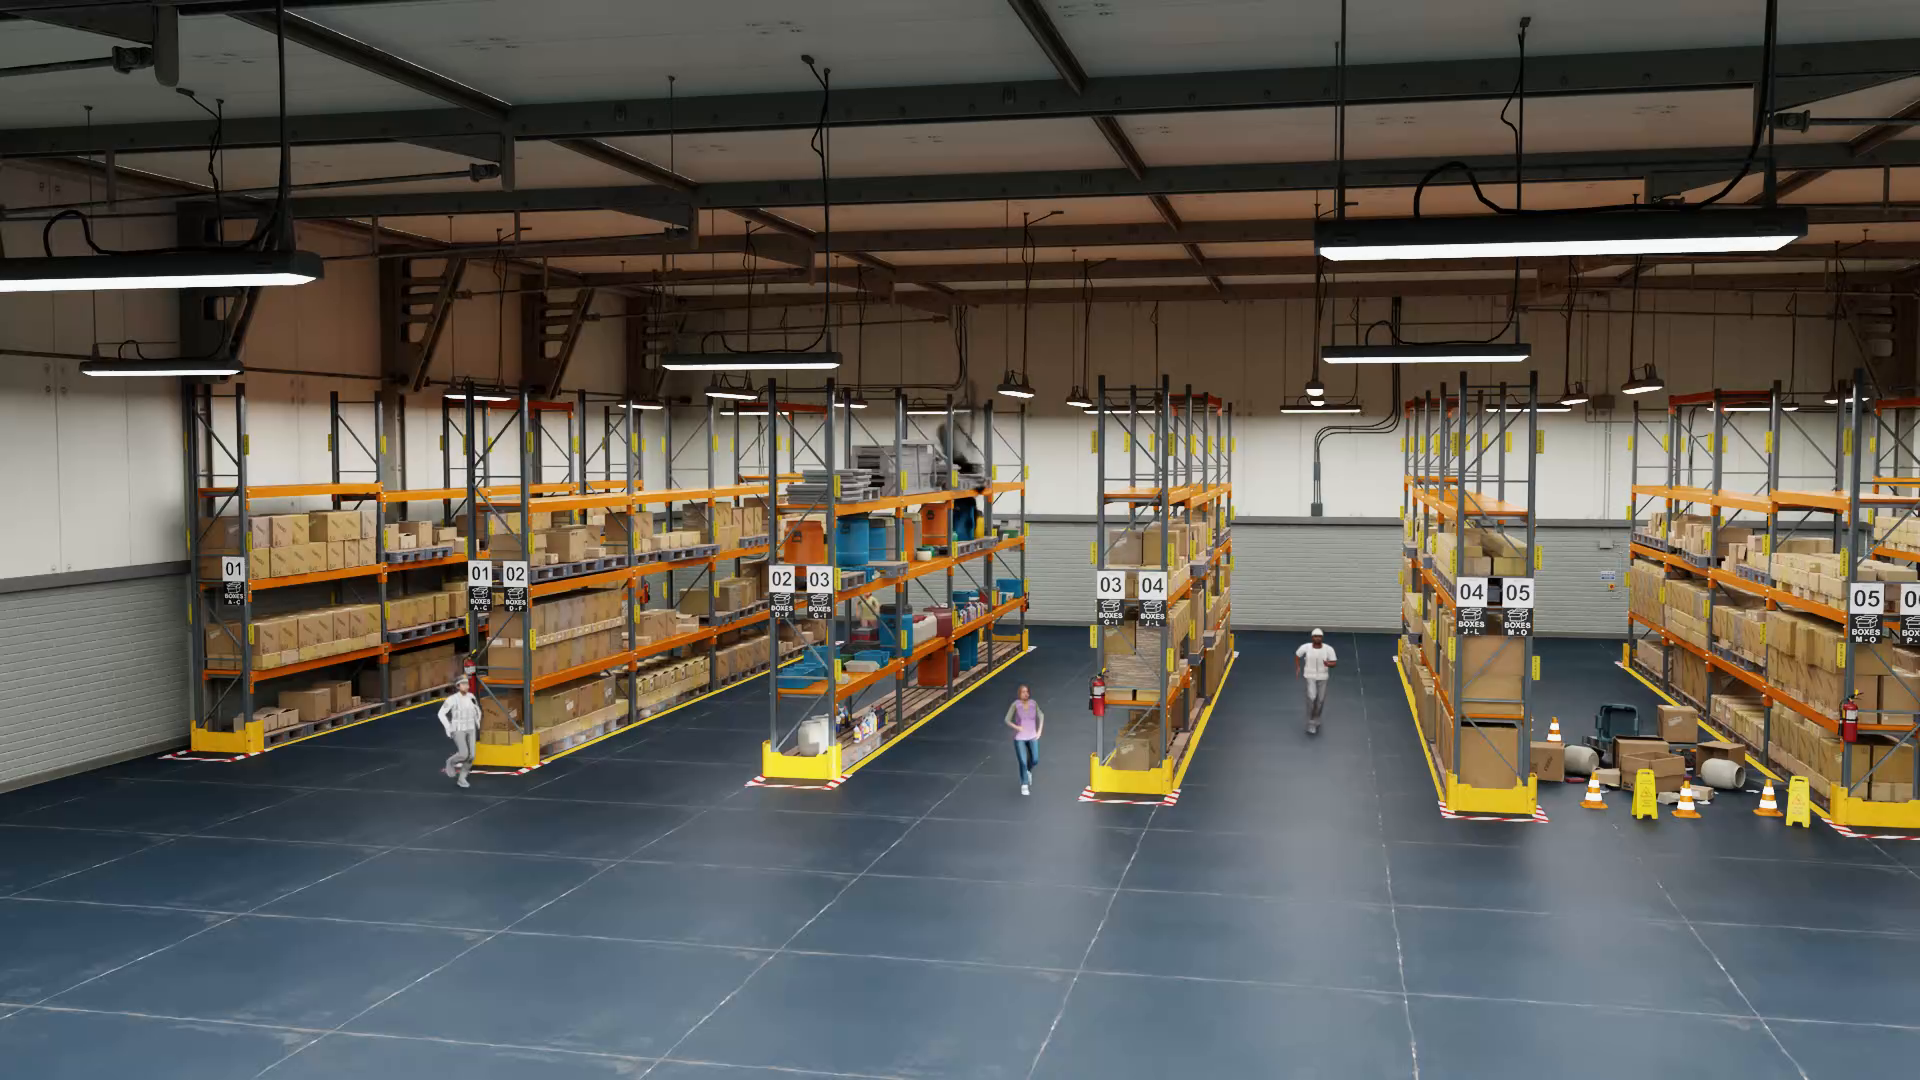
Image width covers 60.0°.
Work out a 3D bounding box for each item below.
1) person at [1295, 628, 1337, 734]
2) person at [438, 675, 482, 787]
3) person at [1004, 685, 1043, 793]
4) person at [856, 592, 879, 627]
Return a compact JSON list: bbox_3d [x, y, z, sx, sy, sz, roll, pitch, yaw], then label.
[{"bbox_3d":[6.235,2.454,29.115,0.678,1.828,0.778,0,3,1],"label":"person"},{"bbox_3d":[-7.277,2.796,24.370,0.552,1.650,0.624,3,5,44],"label":"person"},{"bbox_3d":[0.938,2.856,23.848,0.601,1.558,0.483,-1,3,-13],"label":"person"},{"bbox_3d":[-2.201,1.917,39.595,0.589,1.658,0.739,0,3,0],"label":"person"}]
